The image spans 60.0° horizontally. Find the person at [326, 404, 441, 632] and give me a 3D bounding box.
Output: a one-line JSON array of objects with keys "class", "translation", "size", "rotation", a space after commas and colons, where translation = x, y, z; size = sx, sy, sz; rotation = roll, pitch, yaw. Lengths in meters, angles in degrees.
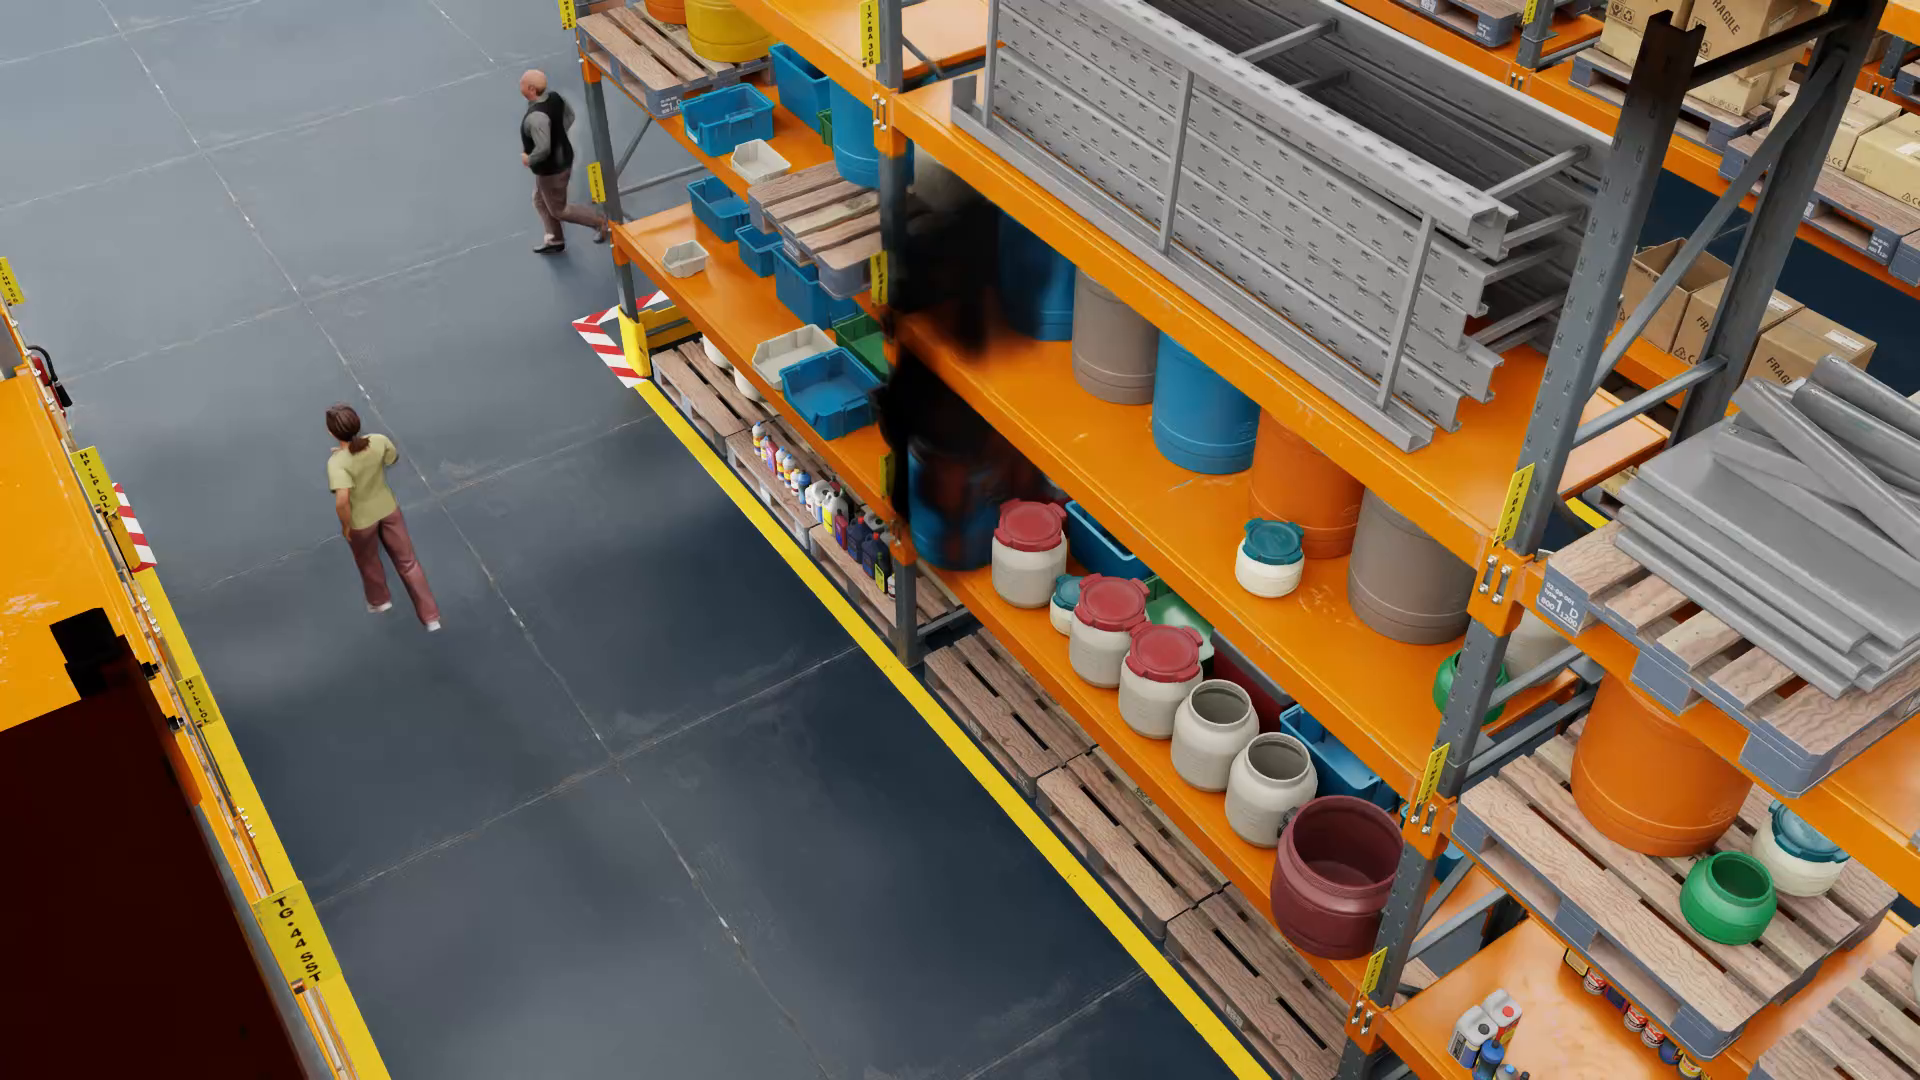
[{"class": "person", "translation": [-3.578, -0.104, 10.213], "size": [0.741, 1.765, 0.564], "rotation": [34, 52, 31]}]

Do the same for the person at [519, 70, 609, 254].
[{"class": "person", "translation": [-3.331, -3.104, 13.877], "size": [0.808, 1.728, 0.676], "rotation": [1, 43, 1]}]
